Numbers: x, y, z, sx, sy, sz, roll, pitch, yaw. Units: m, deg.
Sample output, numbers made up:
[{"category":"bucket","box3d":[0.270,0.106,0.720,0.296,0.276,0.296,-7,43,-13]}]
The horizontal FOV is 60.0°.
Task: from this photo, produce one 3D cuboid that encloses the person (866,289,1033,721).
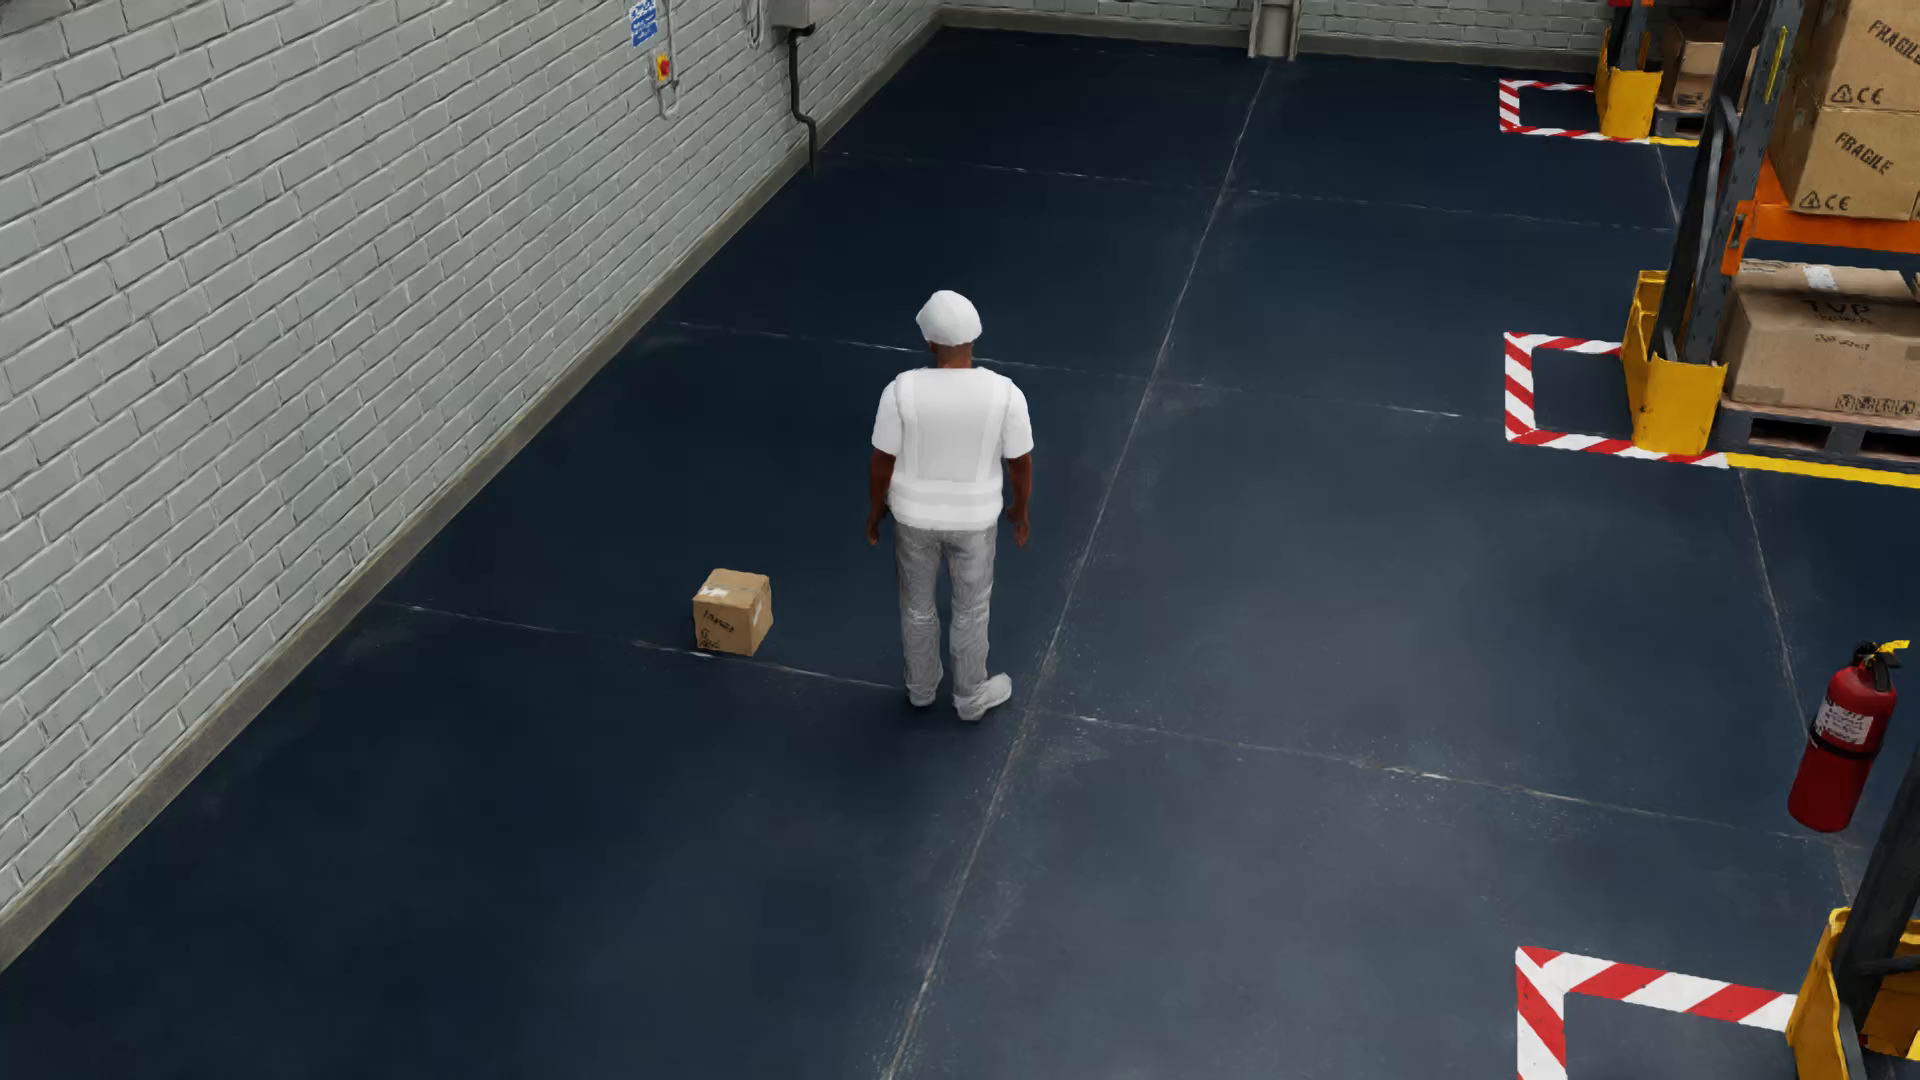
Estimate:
[{"category":"person","box3d":[-0.043,-0.120,6.256,0.624,1.773,0.413,1,33,2]}]
